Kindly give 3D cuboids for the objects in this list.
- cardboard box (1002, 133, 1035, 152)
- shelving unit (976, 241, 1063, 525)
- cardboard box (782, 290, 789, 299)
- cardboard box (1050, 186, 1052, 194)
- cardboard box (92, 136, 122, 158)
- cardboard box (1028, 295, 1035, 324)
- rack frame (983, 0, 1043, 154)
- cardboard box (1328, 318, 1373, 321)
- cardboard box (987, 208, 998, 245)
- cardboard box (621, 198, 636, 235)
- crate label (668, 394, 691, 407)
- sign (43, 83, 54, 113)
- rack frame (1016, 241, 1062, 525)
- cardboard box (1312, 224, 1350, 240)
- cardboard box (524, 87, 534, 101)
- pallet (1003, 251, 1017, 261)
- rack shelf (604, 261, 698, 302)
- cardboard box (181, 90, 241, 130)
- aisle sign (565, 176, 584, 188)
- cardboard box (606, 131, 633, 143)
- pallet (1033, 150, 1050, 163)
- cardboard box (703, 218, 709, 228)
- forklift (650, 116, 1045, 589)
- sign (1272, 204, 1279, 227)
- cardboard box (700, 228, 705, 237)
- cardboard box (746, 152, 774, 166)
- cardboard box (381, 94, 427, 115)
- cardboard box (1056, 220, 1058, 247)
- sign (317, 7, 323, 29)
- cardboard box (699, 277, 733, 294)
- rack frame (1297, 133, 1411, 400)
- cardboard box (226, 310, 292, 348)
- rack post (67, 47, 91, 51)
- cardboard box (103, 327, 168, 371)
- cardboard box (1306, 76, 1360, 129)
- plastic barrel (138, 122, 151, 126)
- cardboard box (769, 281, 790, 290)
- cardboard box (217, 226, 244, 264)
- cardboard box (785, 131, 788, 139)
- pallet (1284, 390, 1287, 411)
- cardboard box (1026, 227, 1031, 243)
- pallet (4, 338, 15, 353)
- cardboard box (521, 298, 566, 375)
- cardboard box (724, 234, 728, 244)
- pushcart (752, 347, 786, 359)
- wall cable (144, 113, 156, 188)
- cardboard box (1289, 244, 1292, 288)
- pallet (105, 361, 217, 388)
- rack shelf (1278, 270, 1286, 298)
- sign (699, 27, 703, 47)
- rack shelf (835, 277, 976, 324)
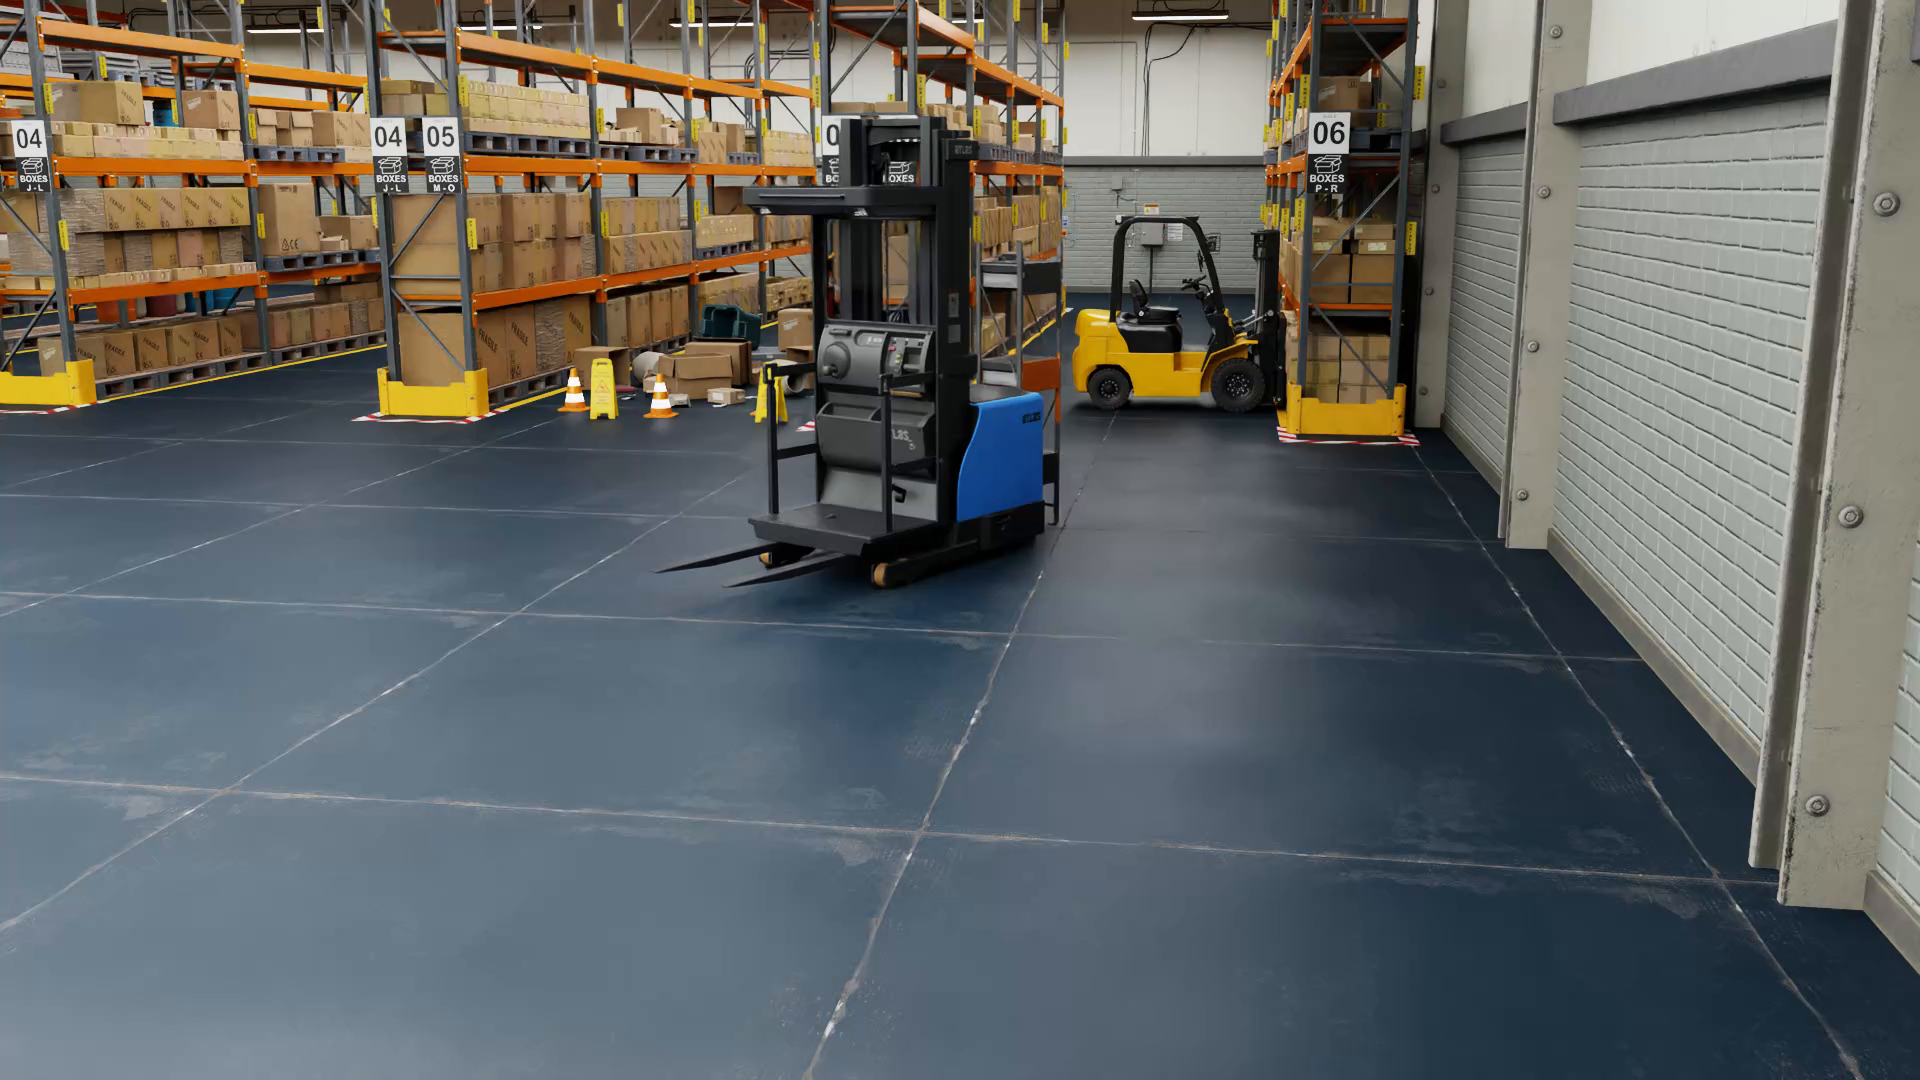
[{"bbox_3d":[0.978,-6.677,27.948,0.500,0.311,0.500,2,12,9],"label":"cardboard box"},{"bbox_3d":[0.431,-1.124,12.223,0.431,2.100,0.503,9,15,37],"label":"shelving unit"},{"bbox_3d":[-3.465,-4.671,31.611,0.380,0.149,0.250,2,12,8],"label":"cardboard box"},{"bbox_3d":[1.522,-6.578,31.244,0.380,0.149,0.250,2,12,10],"label":"cardboard box"},{"bbox_3d":[-10.329,-4.654,19.706,0.500,0.250,0.500,2,12,7],"label":"cardboard box"},{"bbox_3d":[0.759,-4.085,27.877,0.875,0.875,0.875,2,12,10],"label":"cardboard box"},{"bbox_3d":[0.906,-8.171,28.550,1.000,3.000,0.127,2,12,9],"label":"rack frame"},{"bbox_3d":[4.542,-2.444,19.369,0.500,0.250,0.500,2,12,9],"label":"cardboard box"},{"bbox_3d":[0.266,-4.375,23.235,0.500,0.500,0.500,1,12,6],"label":"cardboard box"},{"bbox_3d":[-5.005,-4.566,23.451,0.700,0.500,0.500,2,12,9],"label":"cardboard box"},{"bbox_3d":[-3.237,-1.604,19.109,0.250,0.136,0.298,-5,13,-21],"label":"crate label"},{"bbox_3d":[-10.195,-4.938,18.591,0.100,0.325,0.005,2,12,9],"label":"sign"},{"bbox_3d":[0.581,-1.164,12.411,0.400,2.100,0.015,9,15,37],"label":"rack frame"},{"bbox_3d":[3.813,-3.173,17.116,0.380,0.149,0.250,2,12,9],"label":"cardboard box"},{"bbox_3d":[-5.245,-5.245,19.559,0.380,0.149,0.250,2,12,9],"label":"cardboard box"},{"bbox_3d":[0.287,-4.161,24.634,1.213,0.211,1.003,2,12,9],"label":"pallet"},{"bbox_3d":[-4.923,-3.777,24.109,1.077,0.370,4.000,2,12,9],"label":"rack shelf"},{"bbox_3d":[-9.934,-5.698,22.061,0.500,0.500,0.500,2,12,7],"label":"cardboard box"},{"bbox_3d":[-7.963,-7.669,34.286,0.394,0.787,0.004,2,12,9],"label":"aisle sign"},{"bbox_3d":[-4.758,-5.594,23.071,0.380,0.149,0.250,2,12,9],"label":"cardboard box"},{"bbox_3d":[1.042,-6.832,29.664,1.003,0.211,1.213,2,12,9],"label":"pallet"},{"bbox_3d":[-4.272,-5.116,26.798,0.380,0.149,0.250,2,12,8],"label":"cardboard box"},{"bbox_3d":[-0.692,-1.240,10.790,1.130,2.935,3.031,9,15,37],"label":"forklift"},{"bbox_3d":[4.658,-4.789,24.534,0.100,0.325,0.005,2,12,9],"label":"sign"},{"bbox_3d":[-4.303,-4.924,26.615,0.380,0.149,0.250,2,12,11],"label":"cardboard box"},{"bbox_3d":[-3.669,-6.859,29.936,0.500,0.250,0.500,3,12,12],"label":"cardboard box"},{"bbox_3d":[-6.047,-4.784,18.366,0.500,0.250,0.500,2,12,9],"label":"cardboard box"},{"bbox_3d":[1.617,-5.907,32.047,0.500,0.500,0.500,2,12,7],"label":"cardboard box"},{"bbox_3d":[-10.050,-8.211,26.141,0.100,0.325,0.005,2,12,9],"label":"sign"},{"bbox_3d":[-4.104,-4.239,27.701,0.500,0.250,0.500,2,12,9],"label":"cardboard box"},{"bbox_3d":[3.966,-2.581,16.848,1.000,3.000,0.127,2,12,9],"label":"rack frame"},{"bbox_3d":[-10.001,-3.015,23.751,0.700,0.500,0.500,1,12,4],"label":"cardboard box"},{"bbox_3d":[-14.372,-8.238,27.634,0.624,0.289,0.986,2,12,9],"label":"rack post"},{"bbox_3d":[-10.446,-2.430,21.085,0.500,0.500,0.500,3,13,14],"label":"cardboard box"},{"bbox_3d":[3.793,-4.450,16.931,0.500,0.500,0.500,2,12,11],"label":"cardboard box"},{"bbox_3d":[-14.271,-7.000,28.913,0.433,0.535,0.433,0,12,0],"label":"plastic barrel"},{"bbox_3d":[-3.477,-4.870,31.829,0.380,0.149,0.250,2,12,9],"label":"cardboard box"},{"bbox_3d":[-10.247,-3.997,22.477,0.875,0.500,0.500,2,12,9],"label":"cardboard box"},{"bbox_3d":[-3.440,-7.590,31.195,0.380,0.149,0.250,2,12,7],"label":"cardboard box"},{"bbox_3d":[4.232,-1.631,19.062,1.003,0.211,1.213,2,12,9],"label":"pallet"},{"bbox_3d":[0.873,-4.991,27.200,0.500,0.250,0.500,2,12,10],"label":"cardboard box"},{"bbox_3d":[-14.928,-2.857,24.747,1.003,0.211,1.213,2,12,9],"label":"pallet"},{"bbox_3d":[-5.532,-2.563,20.813,0.875,0.875,0.875,2,12,9],"label":"cardboard box"},{"bbox_3d":[-4.104,-5.045,27.881,0.380,0.149,0.250,1,12,7],"label":"cardboard box"},{"bbox_3d":[-2.585,-2.355,22.025,1.648,0.377,0.936,-2,12,-11],"label":"pushcart"},{"bbox_3d":[-21.731,-9.455,41.874,3.097,2.526,0.112,2,12,9],"label":"wall cable"},{"bbox_3d":[4.191,-3.269,19.806,0.500,0.500,0.500,2,12,10],"label":"cardboard box"},{"bbox_3d":[-10.370,-2.136,21.402,1.003,0.211,1.213,2,12,9],"label":"pallet"},{"bbox_3d":[4.889,-3.478,22.720,1.077,0.370,4.000,2,12,9],"label":"rack shelf"},{"bbox_3d":[-4.534,-8.827,29.189,0.100,0.325,0.005,2,12,9],"label":"sign"},{"bbox_3d":[-0.632,-2.805,19.599,1.077,0.370,4.000,2,12,9],"label":"rack shelf"}]
